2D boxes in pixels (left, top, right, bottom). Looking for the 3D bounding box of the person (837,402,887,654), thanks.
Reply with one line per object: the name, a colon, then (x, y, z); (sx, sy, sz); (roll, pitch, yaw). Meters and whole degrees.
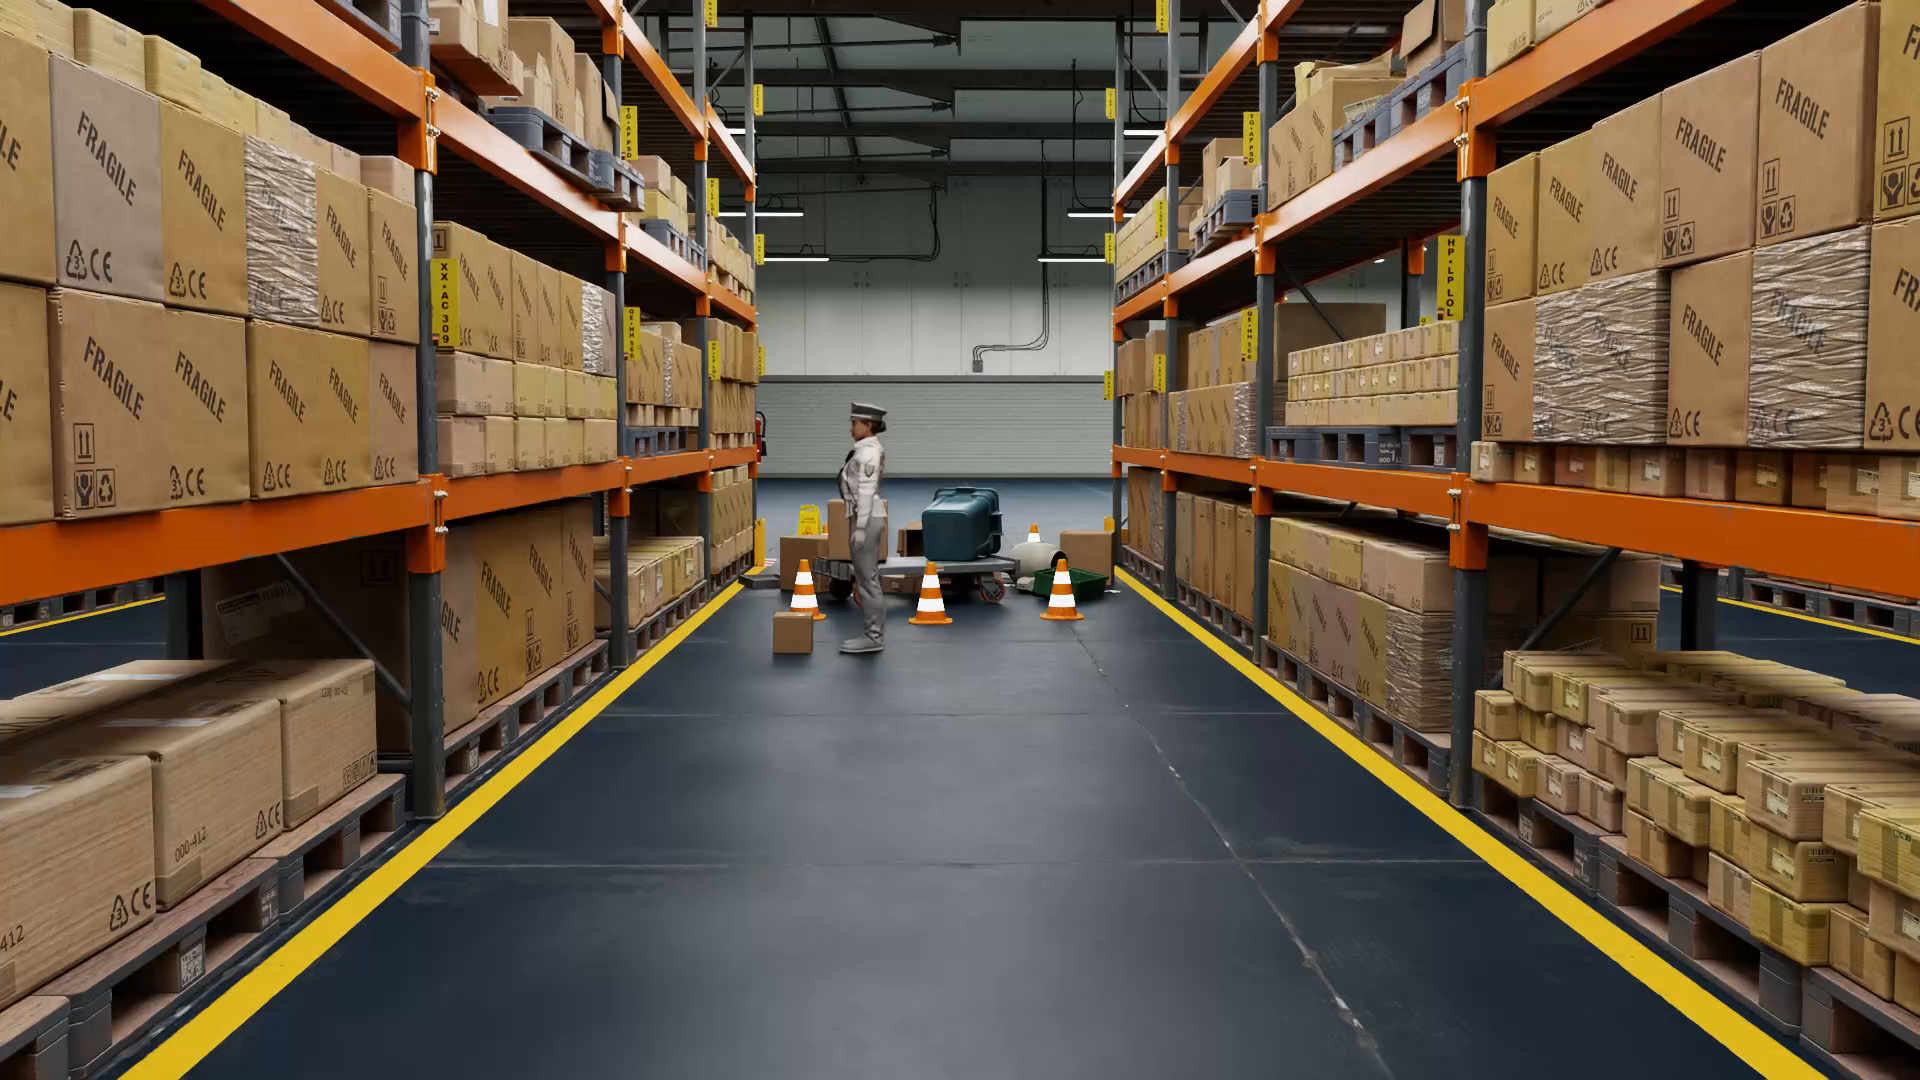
person: (-0.651, -0.086, 11.163); (0.327, 1.680, 0.469); (0, 4, 0)
